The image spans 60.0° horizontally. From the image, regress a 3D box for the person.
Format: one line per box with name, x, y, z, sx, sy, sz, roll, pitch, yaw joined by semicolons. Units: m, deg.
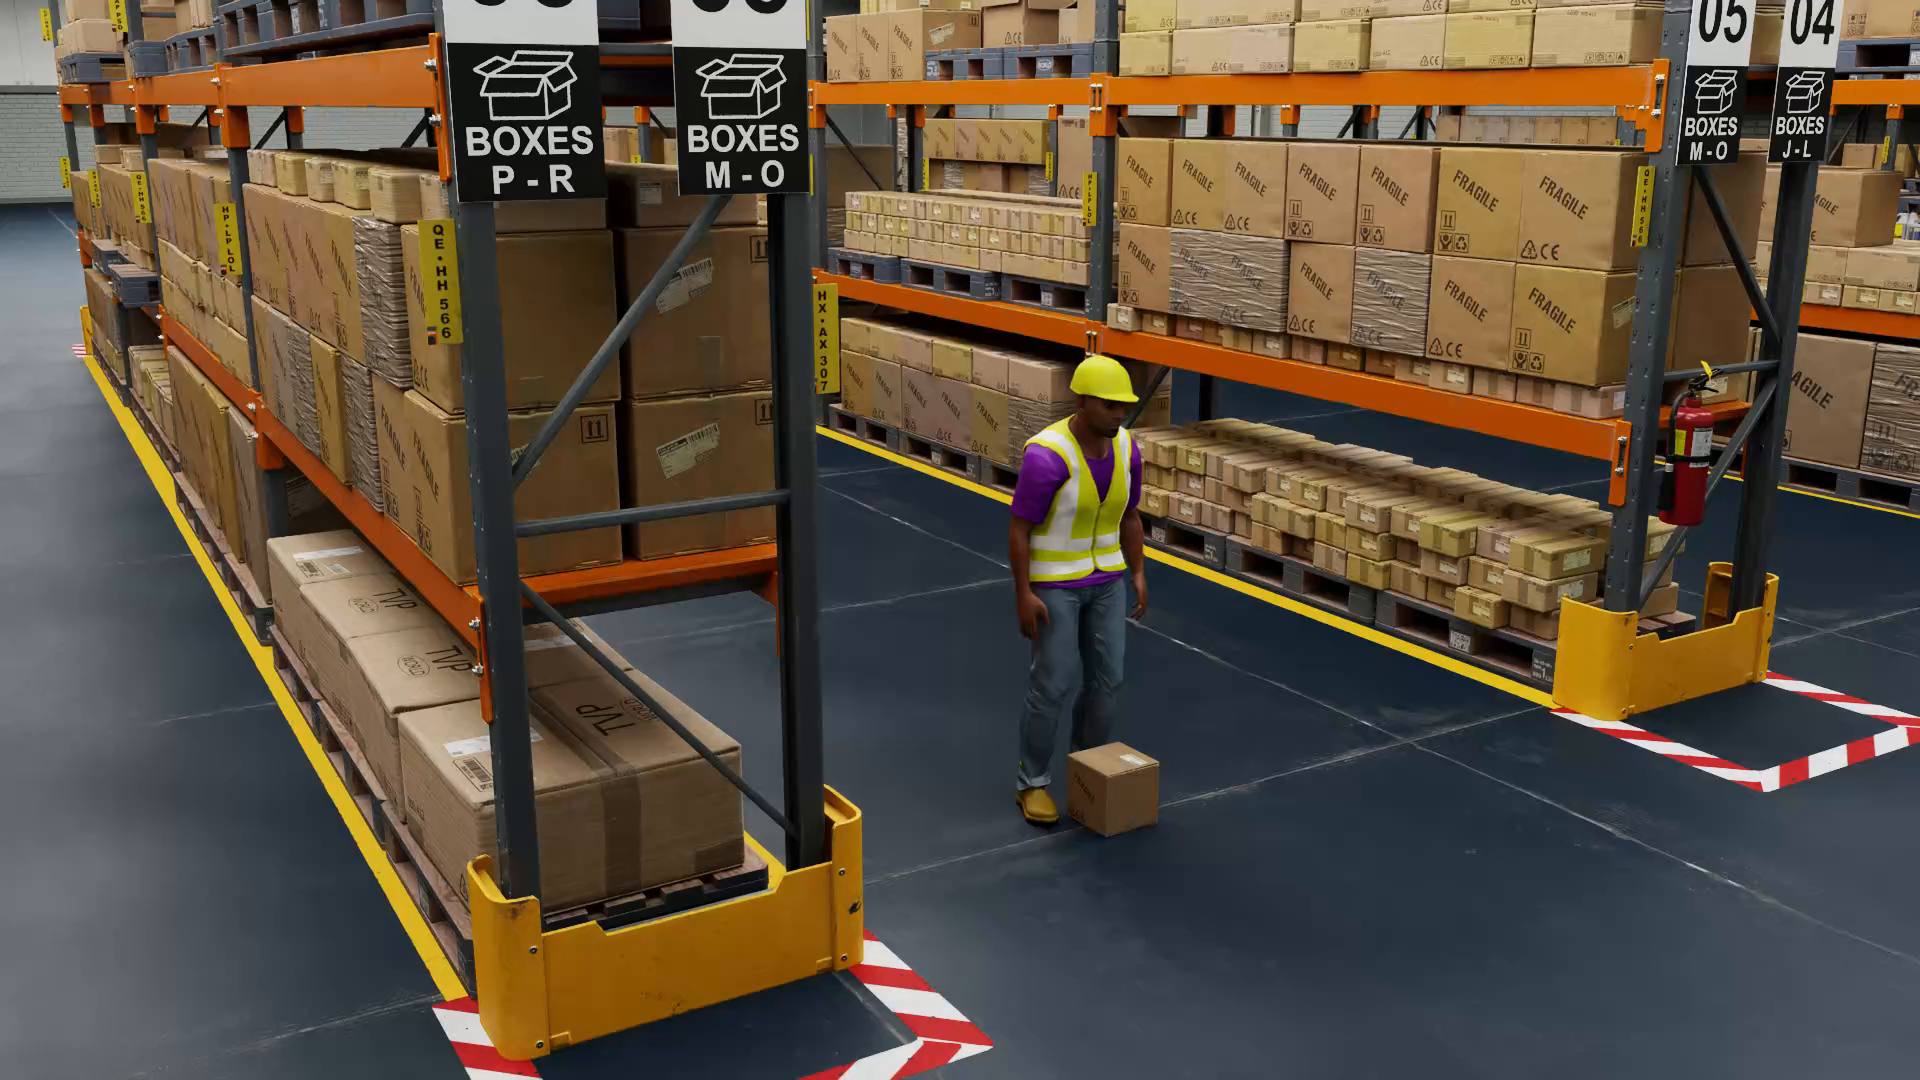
person;0.465;0.170;6.332;0.635;1.760;0.457;-10;18;-33
